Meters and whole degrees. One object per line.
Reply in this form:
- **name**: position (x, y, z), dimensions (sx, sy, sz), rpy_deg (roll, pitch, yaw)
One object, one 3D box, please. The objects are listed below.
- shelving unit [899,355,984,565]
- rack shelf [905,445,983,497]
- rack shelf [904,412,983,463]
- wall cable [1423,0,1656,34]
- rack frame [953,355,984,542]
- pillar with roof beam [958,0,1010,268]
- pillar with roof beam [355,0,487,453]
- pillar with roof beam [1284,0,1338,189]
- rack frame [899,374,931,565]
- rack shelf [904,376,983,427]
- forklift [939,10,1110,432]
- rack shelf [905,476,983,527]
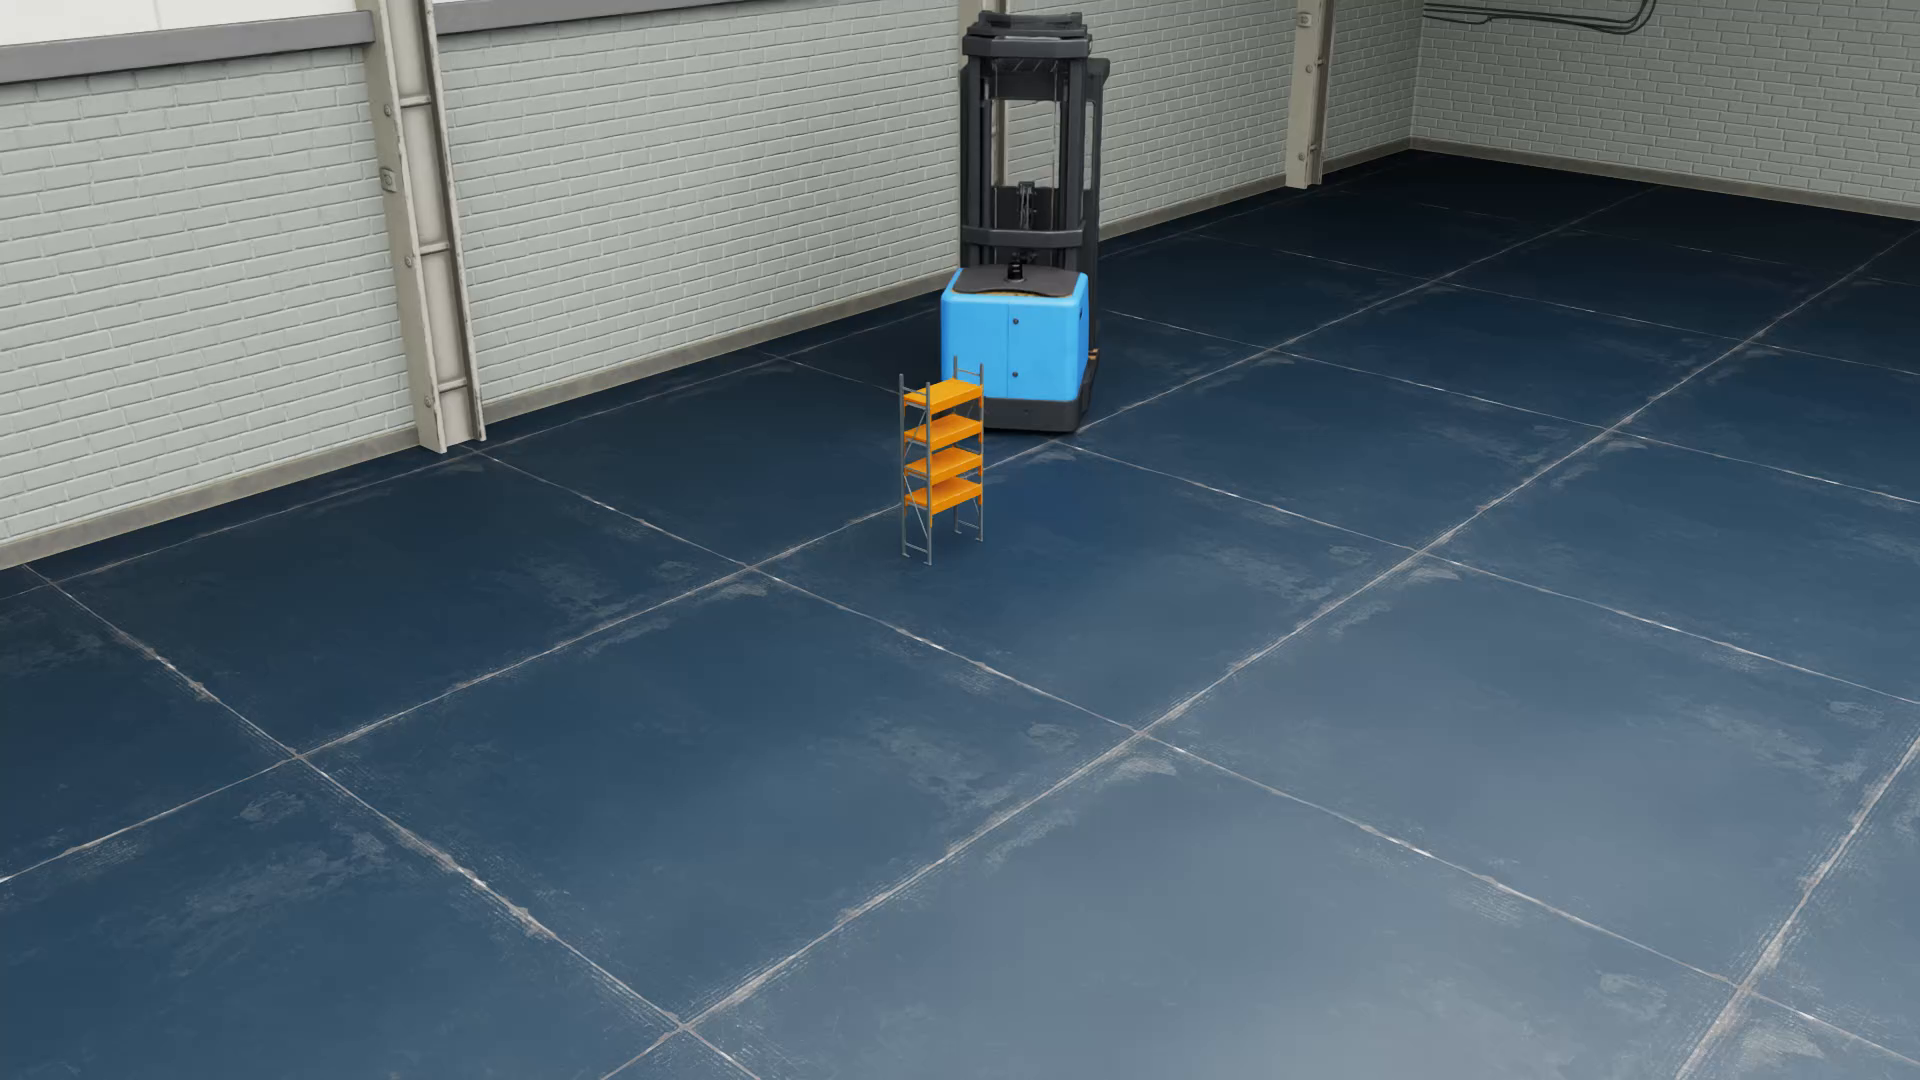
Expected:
- **shelving unit**: position (-0.110, -0.497, 10.392), dimensions (0.258, 1.200, 0.503), rpy_deg (20, 31, 38)
- **rack shelf**: position (-0.110, -0.436, 10.420), dimensions (0.258, 0.148, 0.480), rpy_deg (20, 31, 38)
- **rack shelf**: position (-0.110, -0.640, 10.328), dimensions (0.258, 0.148, 0.480), rpy_deg (20, 31, 38)
- **wall cable**: position (7.179, -7.616, 20.532), dimensions (3.097, 2.526, 0.112), rpy_deg (20, 31, 38)
- **rack frame**: position (0.052, -0.571, 10.558), dimensions (0.240, 1.200, 0.015), rpy_deg (20, 31, 38)
- **pillar with roof beam**: position (3.429, -5.493, 12.002), dimensions (9.100, 9.000, 0.400), rpy_deg (20, 31, 38)
- **pillar with roof beam**: position (-0.575, -3.665, 7.925), dimensions (9.100, 9.000, 0.400), rpy_deg (20, 31, 38)
- **pillar with roof beam**: position (7.434, -7.321, 16.079), dimensions (9.100, 9.000, 0.400), rpy_deg (20, 31, 38)
- **rack frame**: position (-0.273, -0.423, 10.226), dimensions (0.240, 1.200, 0.015), rpy_deg (20, 31, 38)
- **rack shelf**: position (-0.110, -0.856, 10.231), dimensions (0.258, 0.148, 0.480), rpy_deg (20, 31, 38)
- **forklift**: position (0.582, -2.714, 13.220), dimensions (1.130, 2.935, 3.031), rpy_deg (4, 24, 8)
- **rack shelf**: position (-0.110, -0.254, 10.501), dimensions (0.258, 0.148, 0.480), rpy_deg (20, 31, 38)
